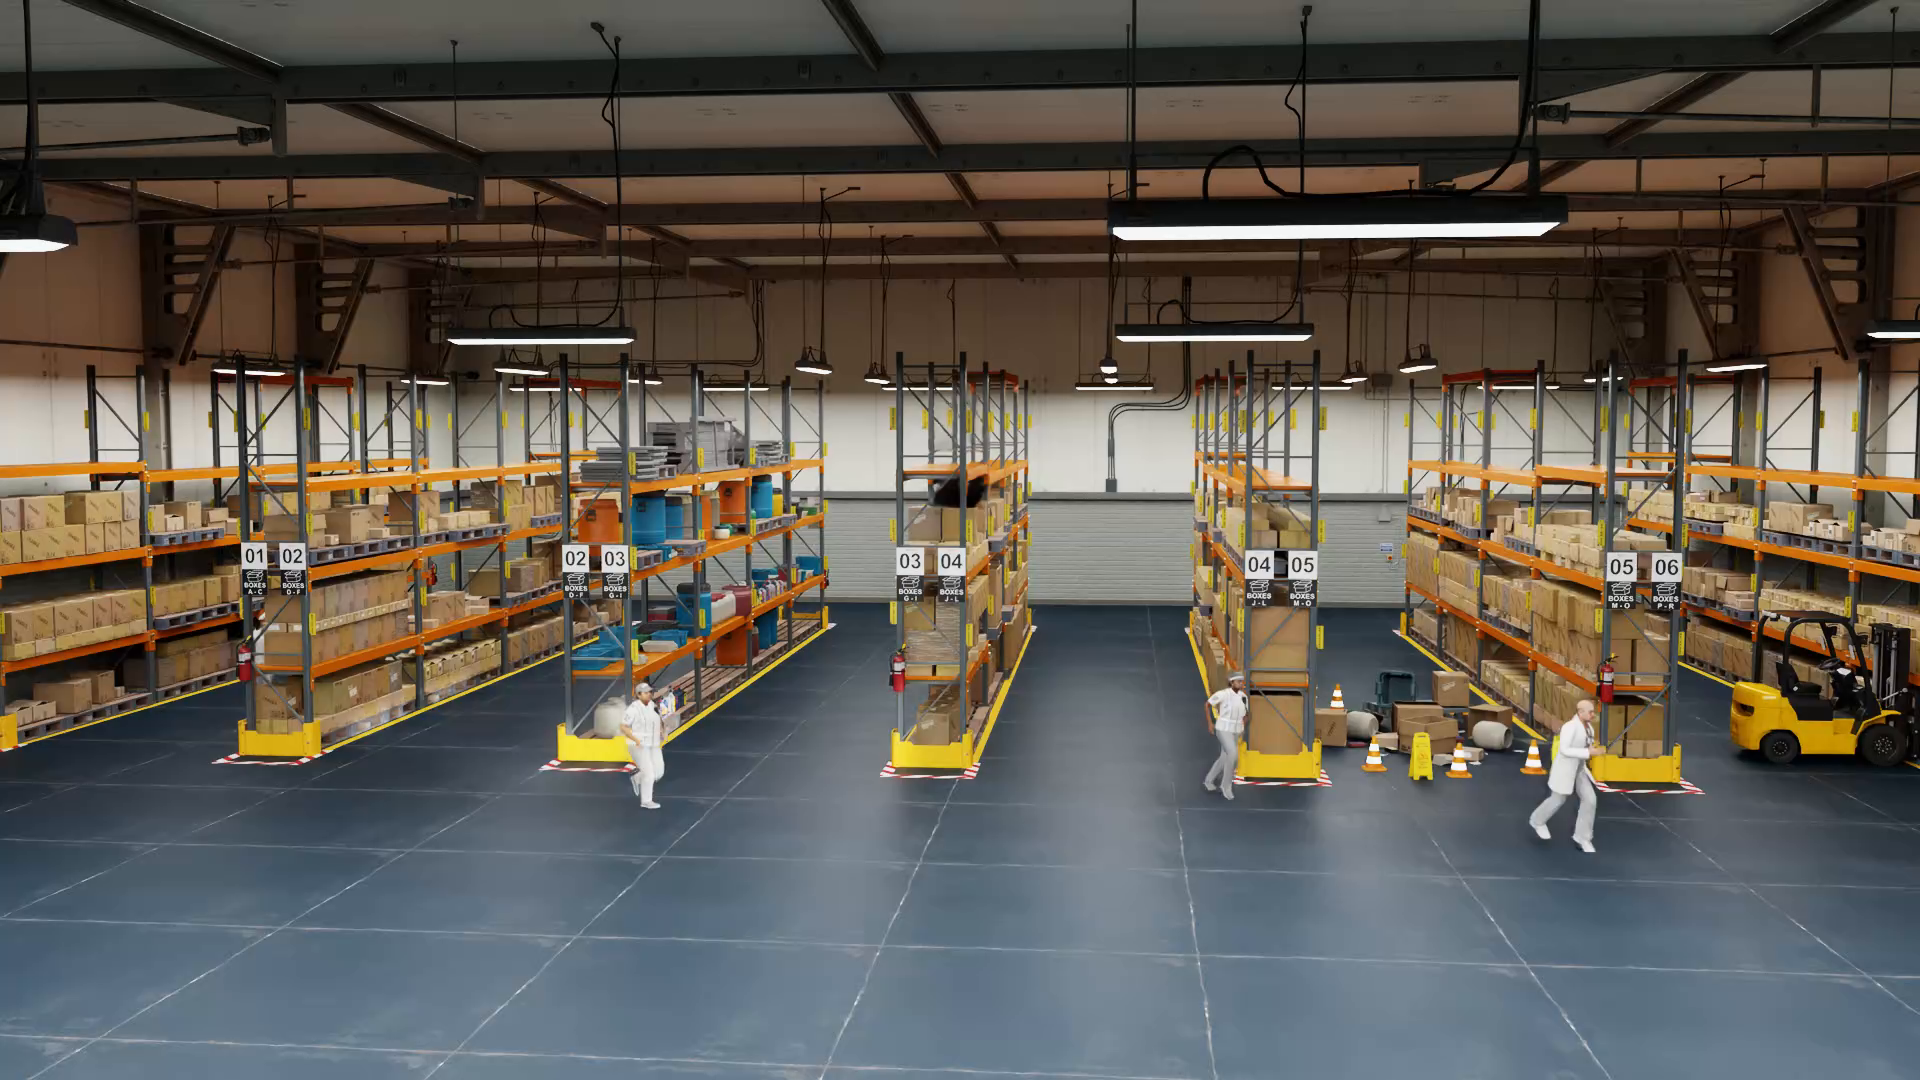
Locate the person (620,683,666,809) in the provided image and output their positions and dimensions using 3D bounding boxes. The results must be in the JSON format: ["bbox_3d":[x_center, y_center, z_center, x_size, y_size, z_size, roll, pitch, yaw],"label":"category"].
[{"bbox_3d":[-4.128,2.658,21.588,0.617,1.624,0.601,3,5,37],"label":"person"}]

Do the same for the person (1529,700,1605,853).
[{"bbox_3d":[7.153,2.861,19.586,0.733,1.646,1.019,-3,5,-35],"label":"person"}]

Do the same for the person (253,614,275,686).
[{"bbox_3d":[-11.846,2.122,28.410,0.714,1.731,0.791,0,4,-2],"label":"person"}]

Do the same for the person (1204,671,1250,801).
[{"bbox_3d":[3.621,2.588,22.344,0.590,1.682,0.693,-3,5,-32],"label":"person"}]
